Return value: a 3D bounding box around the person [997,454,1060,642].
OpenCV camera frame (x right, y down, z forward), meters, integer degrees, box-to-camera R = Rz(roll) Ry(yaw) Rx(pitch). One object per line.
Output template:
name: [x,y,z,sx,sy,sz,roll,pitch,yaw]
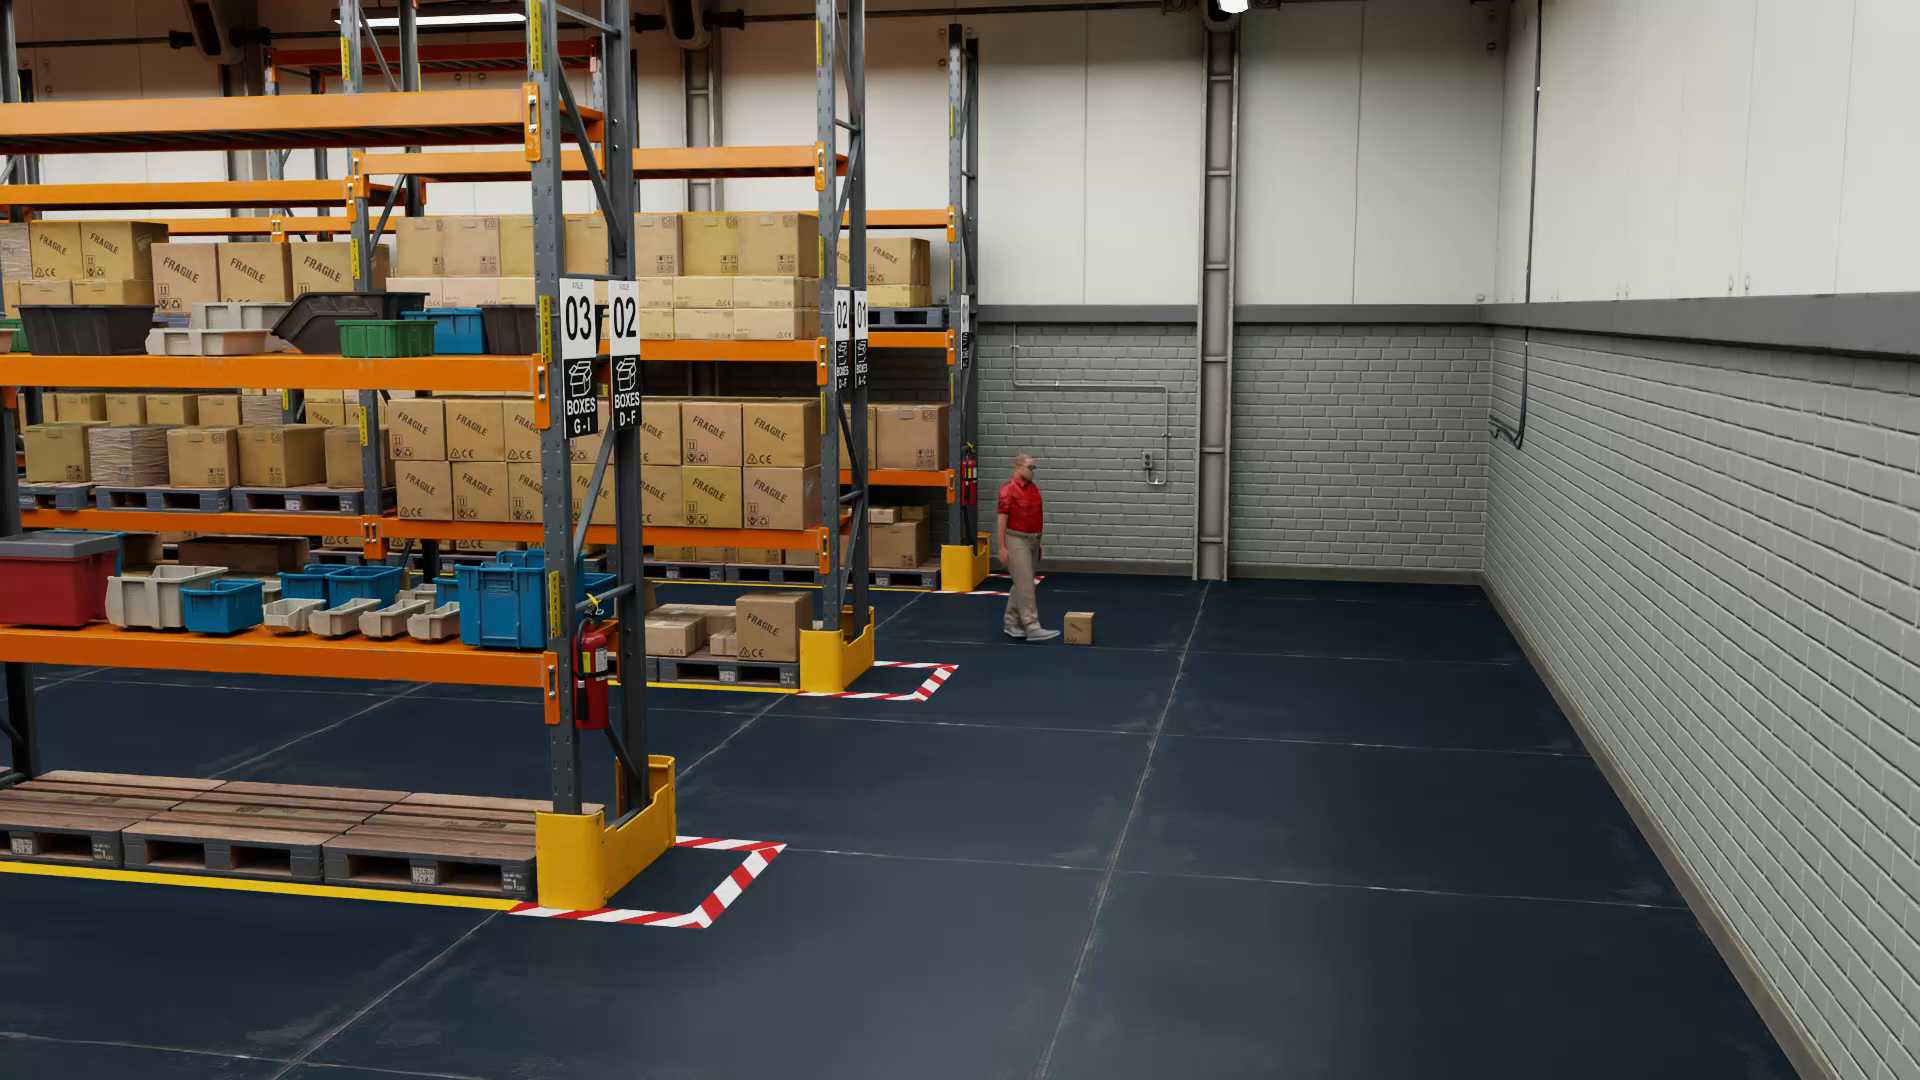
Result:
person: [0.667,0.069,15.339,0.703,1.715,0.540,6,10,36]
